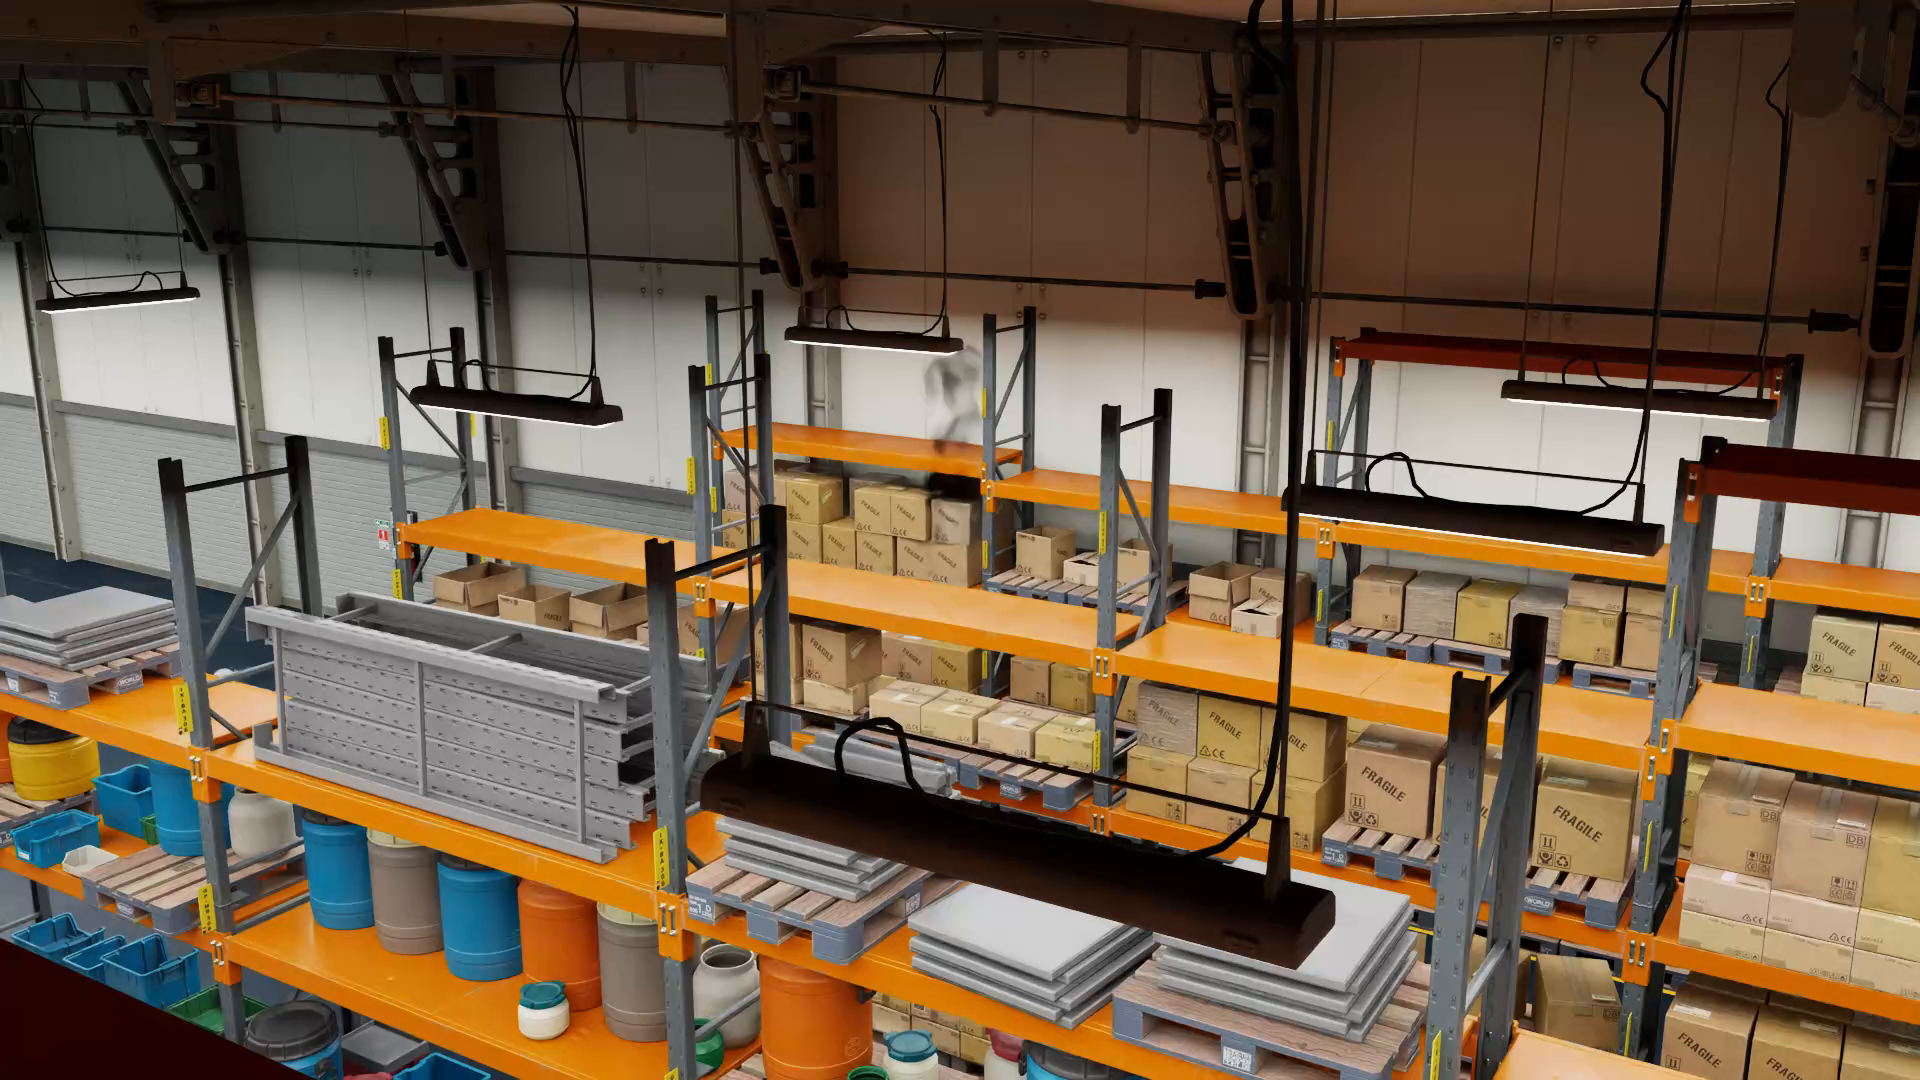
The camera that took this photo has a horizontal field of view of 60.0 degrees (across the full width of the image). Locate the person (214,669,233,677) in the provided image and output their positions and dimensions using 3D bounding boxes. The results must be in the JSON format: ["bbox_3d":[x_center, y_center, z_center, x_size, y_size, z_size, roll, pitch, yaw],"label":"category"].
[{"bbox_3d":[-8.666,2.379,19.852,0.950,1.781,0.688,-12,18,-40],"label":"person"}]
